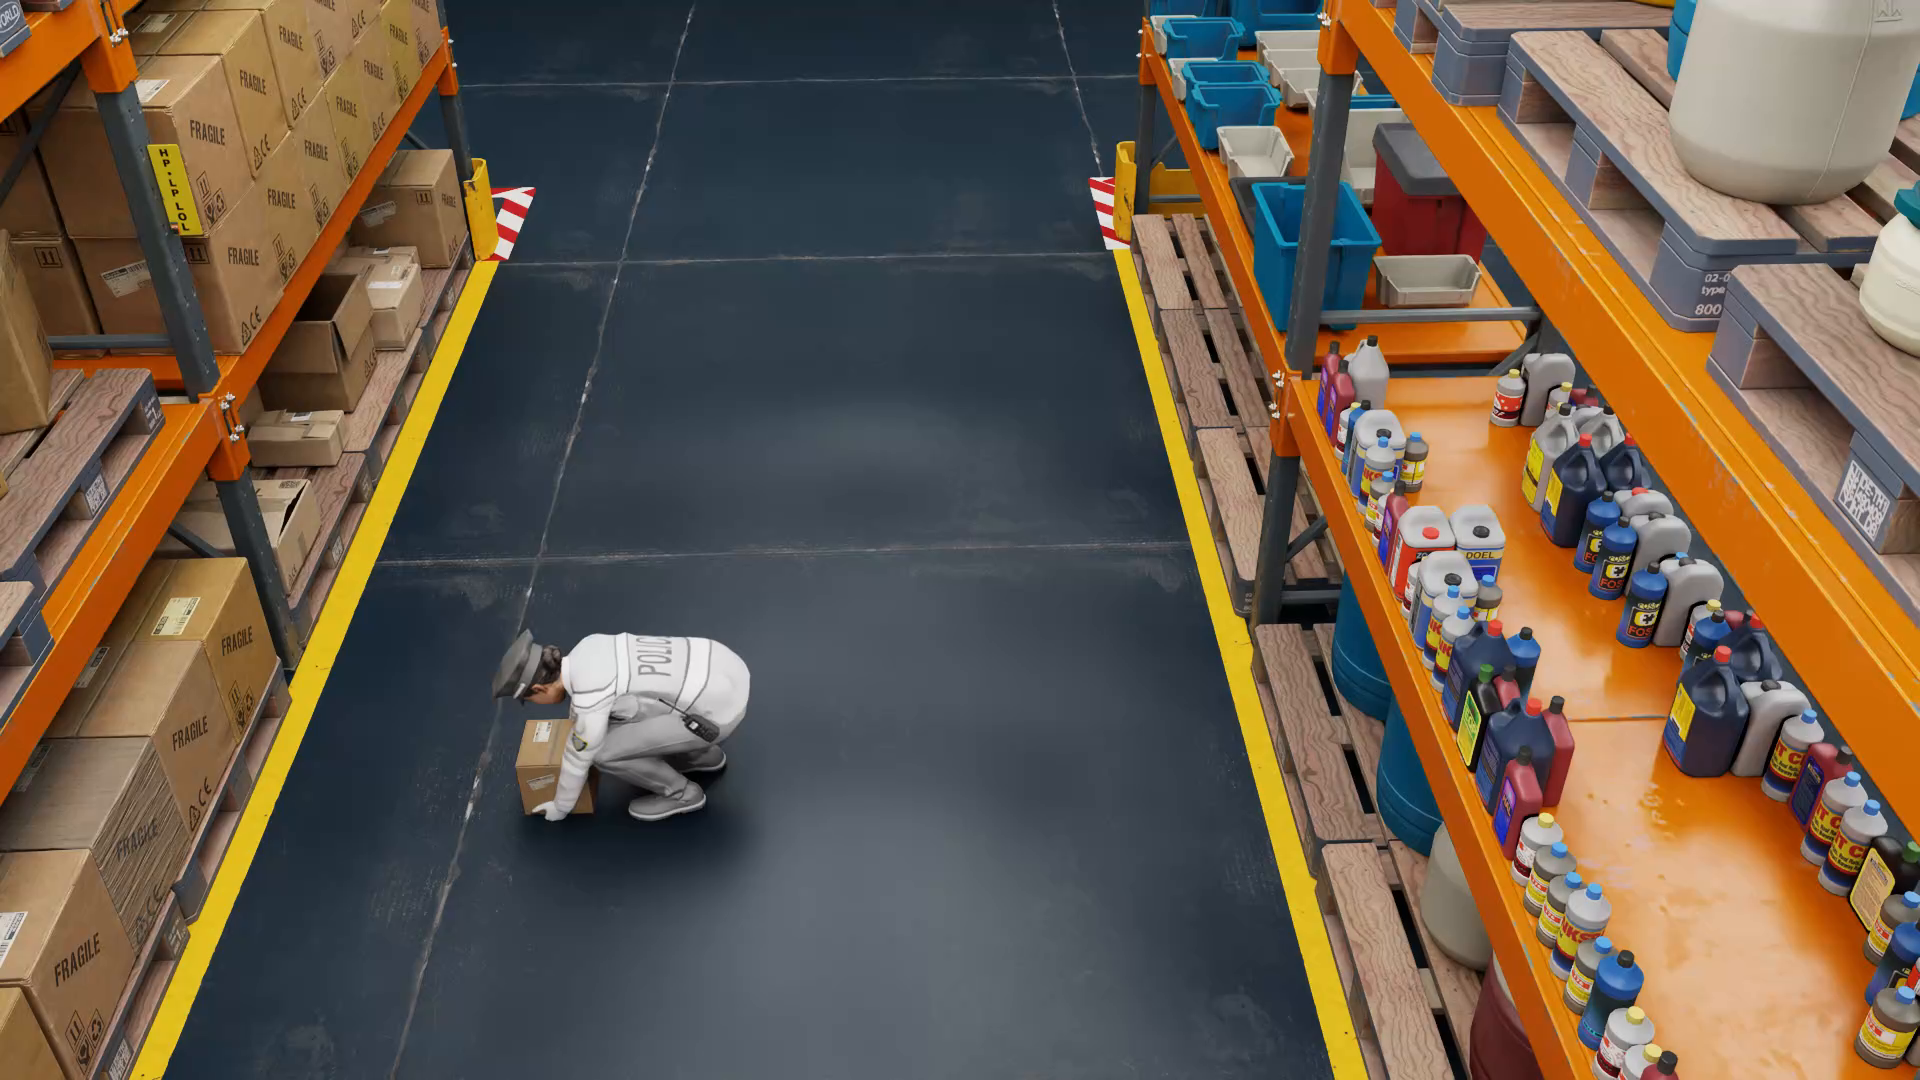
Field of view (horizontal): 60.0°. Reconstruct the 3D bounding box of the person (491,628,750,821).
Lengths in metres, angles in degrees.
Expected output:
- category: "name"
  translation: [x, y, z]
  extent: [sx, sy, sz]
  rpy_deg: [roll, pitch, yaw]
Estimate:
- category: "person"
  translation: [-1.209, 0.646, 6.041]
  extent: [0.900, 0.814, 0.457]
  rpy_deg: [-2, 36, -3]
